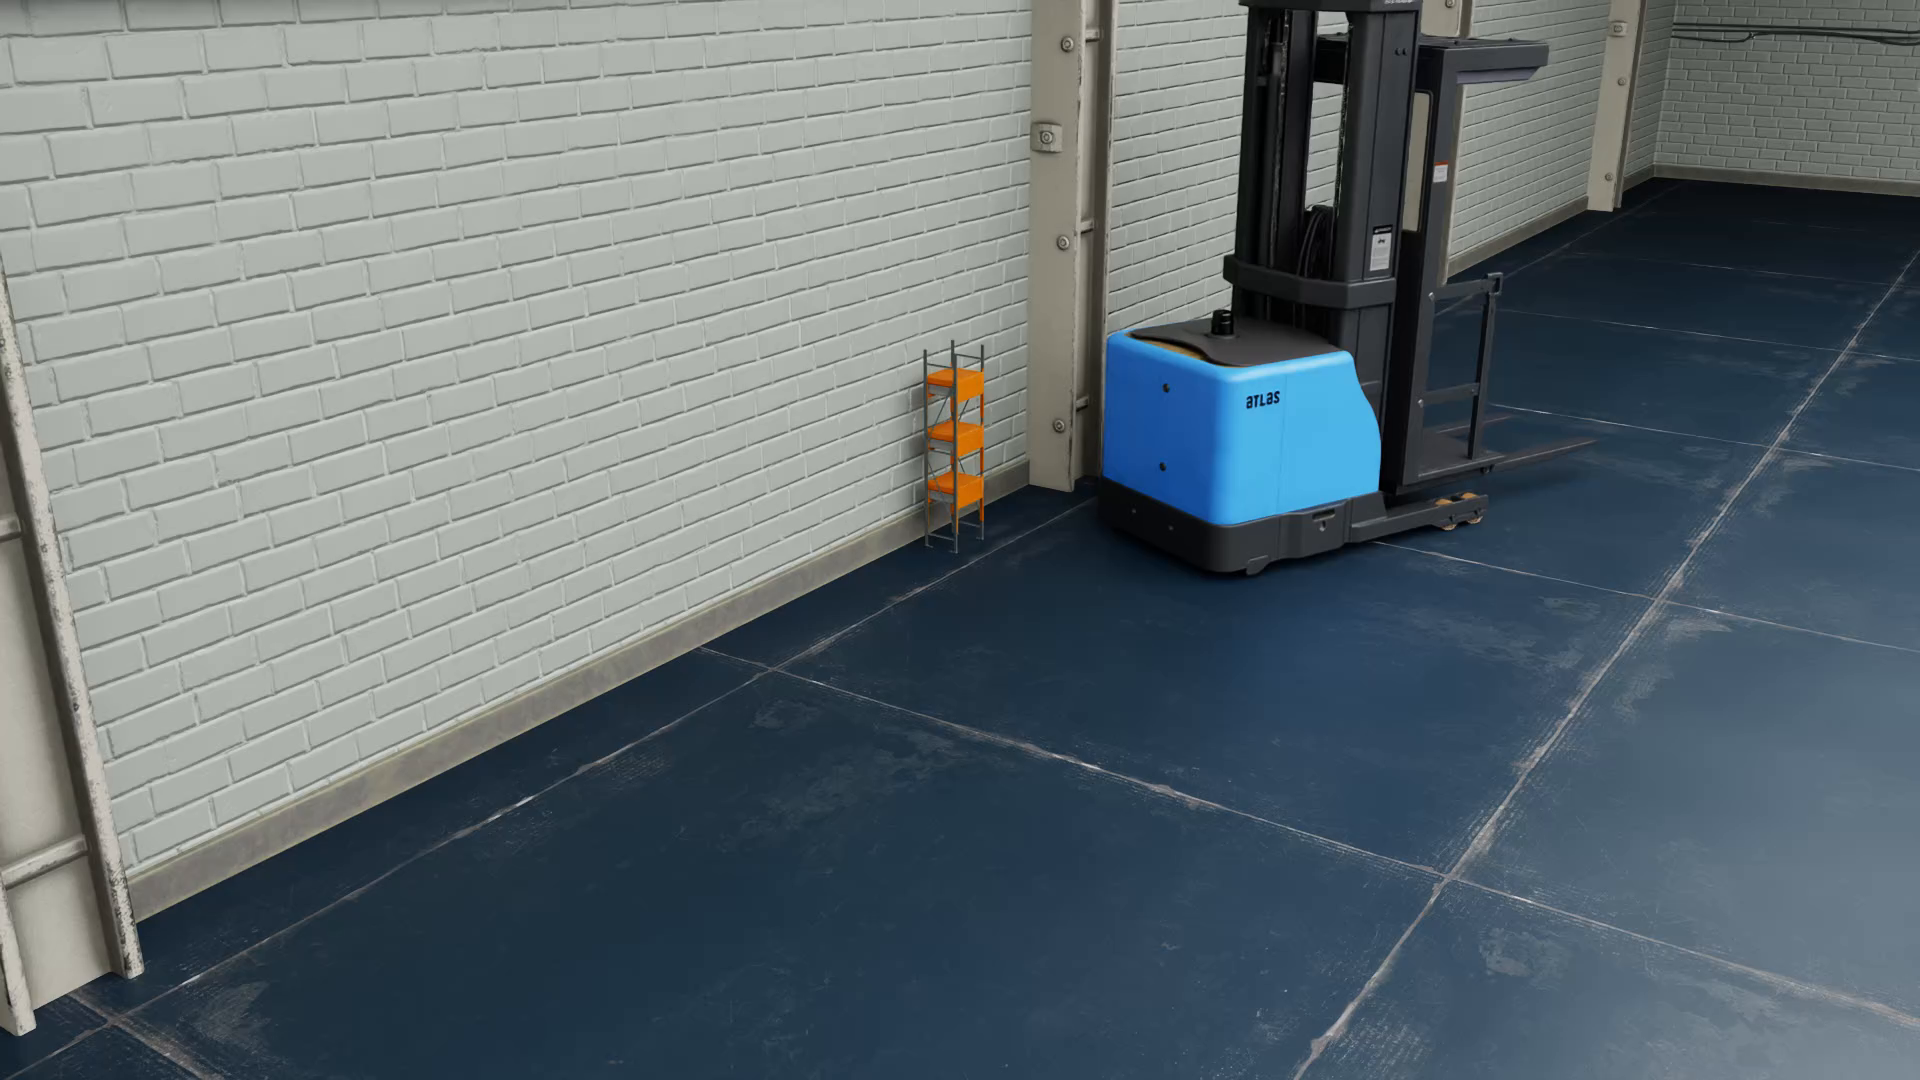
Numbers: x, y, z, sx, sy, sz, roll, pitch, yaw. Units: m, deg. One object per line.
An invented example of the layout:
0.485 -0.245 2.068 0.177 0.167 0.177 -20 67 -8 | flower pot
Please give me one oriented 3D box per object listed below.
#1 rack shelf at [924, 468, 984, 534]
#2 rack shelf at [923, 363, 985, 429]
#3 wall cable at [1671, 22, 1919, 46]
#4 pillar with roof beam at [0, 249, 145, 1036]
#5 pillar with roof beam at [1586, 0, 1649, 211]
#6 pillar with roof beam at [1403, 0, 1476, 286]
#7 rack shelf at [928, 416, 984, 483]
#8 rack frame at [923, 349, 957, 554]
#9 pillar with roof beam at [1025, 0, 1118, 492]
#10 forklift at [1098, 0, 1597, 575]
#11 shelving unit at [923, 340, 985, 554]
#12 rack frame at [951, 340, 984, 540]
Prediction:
-0.030 -0.206 8.641 0.215 0.259 0.240 13 24 32 | rack shelf
-0.030 -0.733 8.446 0.215 0.259 0.240 13 24 32 | rack shelf
10.106 -7.154 19.610 3.097 2.526 0.112 13 24 32 | wall cable
0.798 -2.019 1.252 9.100 9.000 0.400 13 24 32 | pillar with roof beam
10.916 -7.183 15.214 9.100 9.000 0.400 13 24 32 | pillar with roof beam
7.544 -5.462 10.560 9.100 9.000 0.400 13 24 32 | pillar with roof beam
-0.030 -0.467 8.545 0.215 0.259 0.240 13 24 32 | rack shelf
-0.099 -0.442 8.447 0.200 1.050 0.008 13 24 32 | rack frame
4.171 -3.740 5.906 9.100 9.000 0.400 13 24 32 | pillar with roof beam
2.260 -1.568 8.778 3.031 2.935 1.130 -12 24 -30 | forklift
-0.030 -0.477 8.541 0.215 1.050 0.252 13 24 32 | shelving unit
0.039 -0.512 8.636 0.200 1.050 0.008 13 24 32 | rack frame
